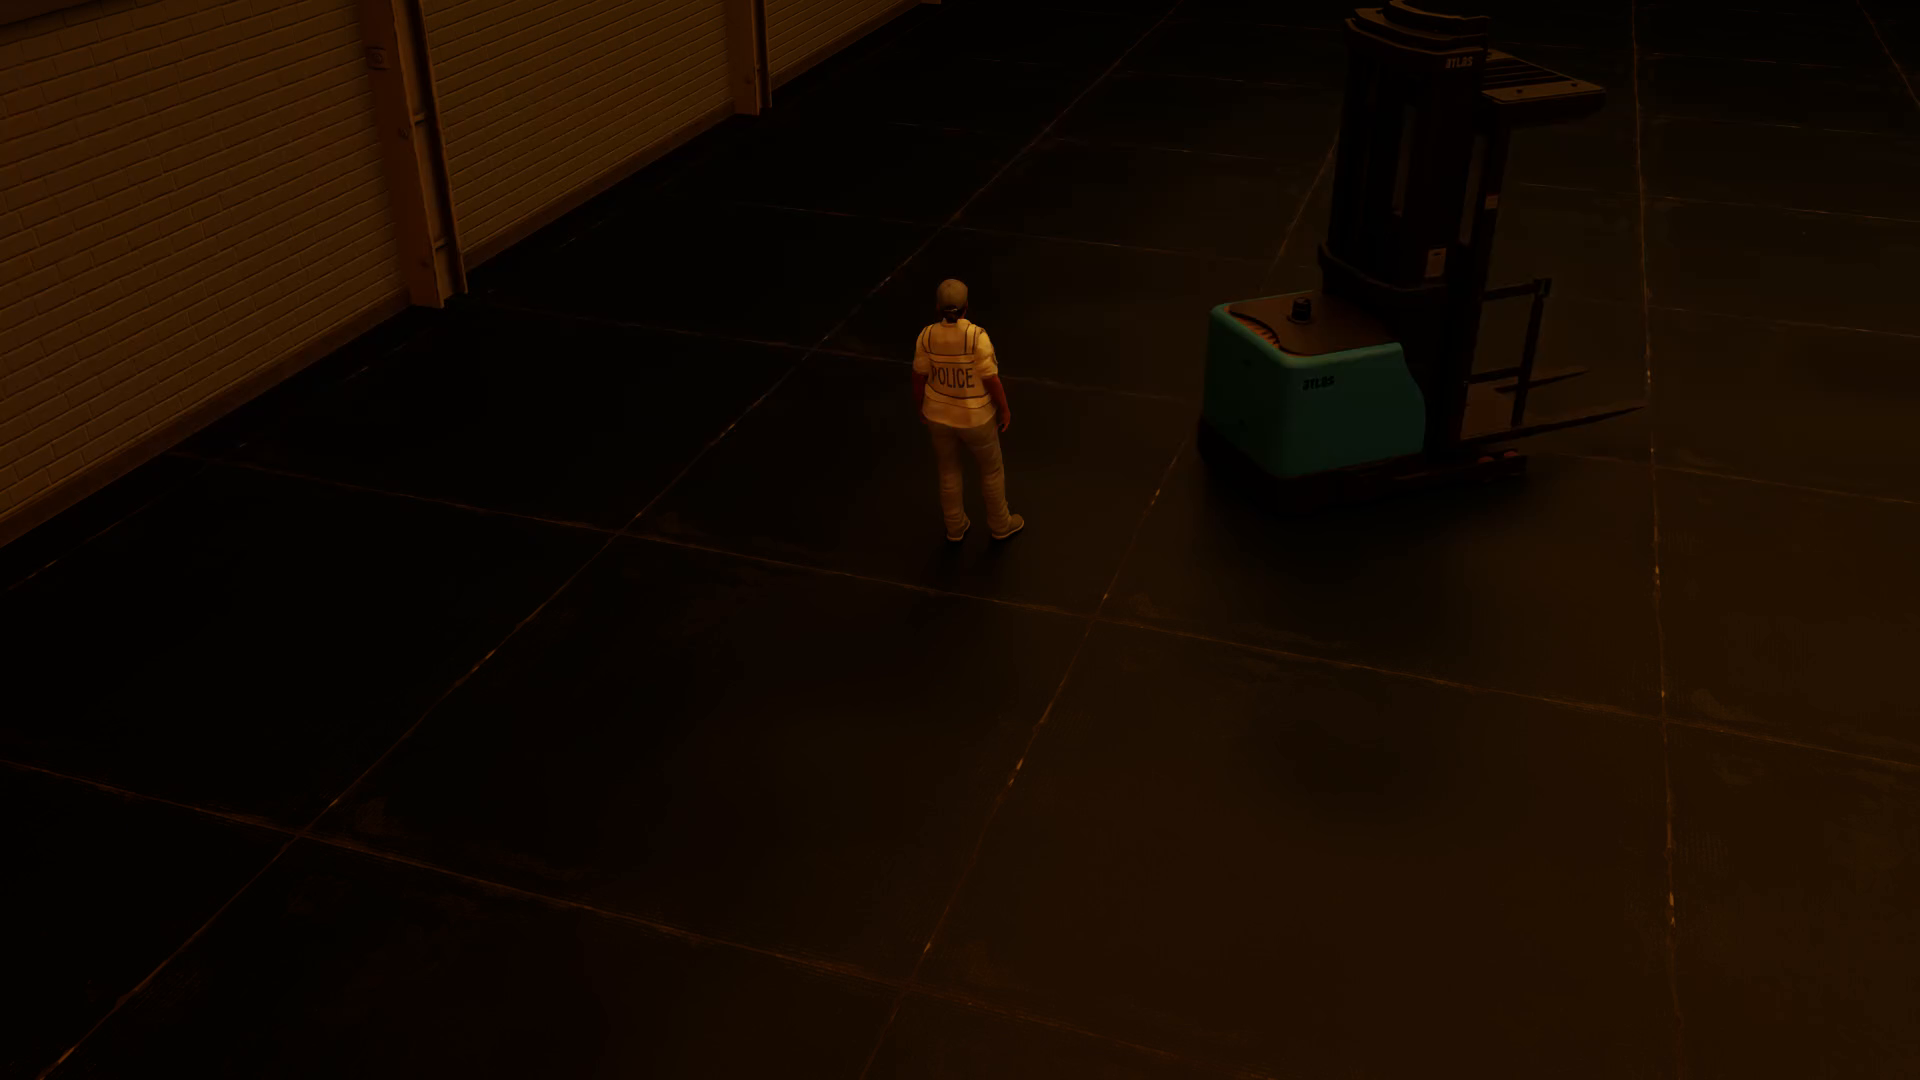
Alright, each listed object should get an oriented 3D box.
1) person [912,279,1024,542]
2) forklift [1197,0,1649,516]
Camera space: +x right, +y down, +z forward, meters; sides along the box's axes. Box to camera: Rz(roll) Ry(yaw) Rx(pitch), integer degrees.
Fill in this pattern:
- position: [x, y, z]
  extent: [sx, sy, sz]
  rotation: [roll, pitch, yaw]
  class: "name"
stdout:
- position: [0.047, -0.762, 9.736]
  extent: [0.598, 1.670, 0.529]
  rotation: [10, 31, 16]
  class: "person"
- position: [3.138, -1.878, 10.431]
  extent: [3.031, 2.935, 1.130]
  rotation: [-11, 32, -19]
  class: "forklift"
